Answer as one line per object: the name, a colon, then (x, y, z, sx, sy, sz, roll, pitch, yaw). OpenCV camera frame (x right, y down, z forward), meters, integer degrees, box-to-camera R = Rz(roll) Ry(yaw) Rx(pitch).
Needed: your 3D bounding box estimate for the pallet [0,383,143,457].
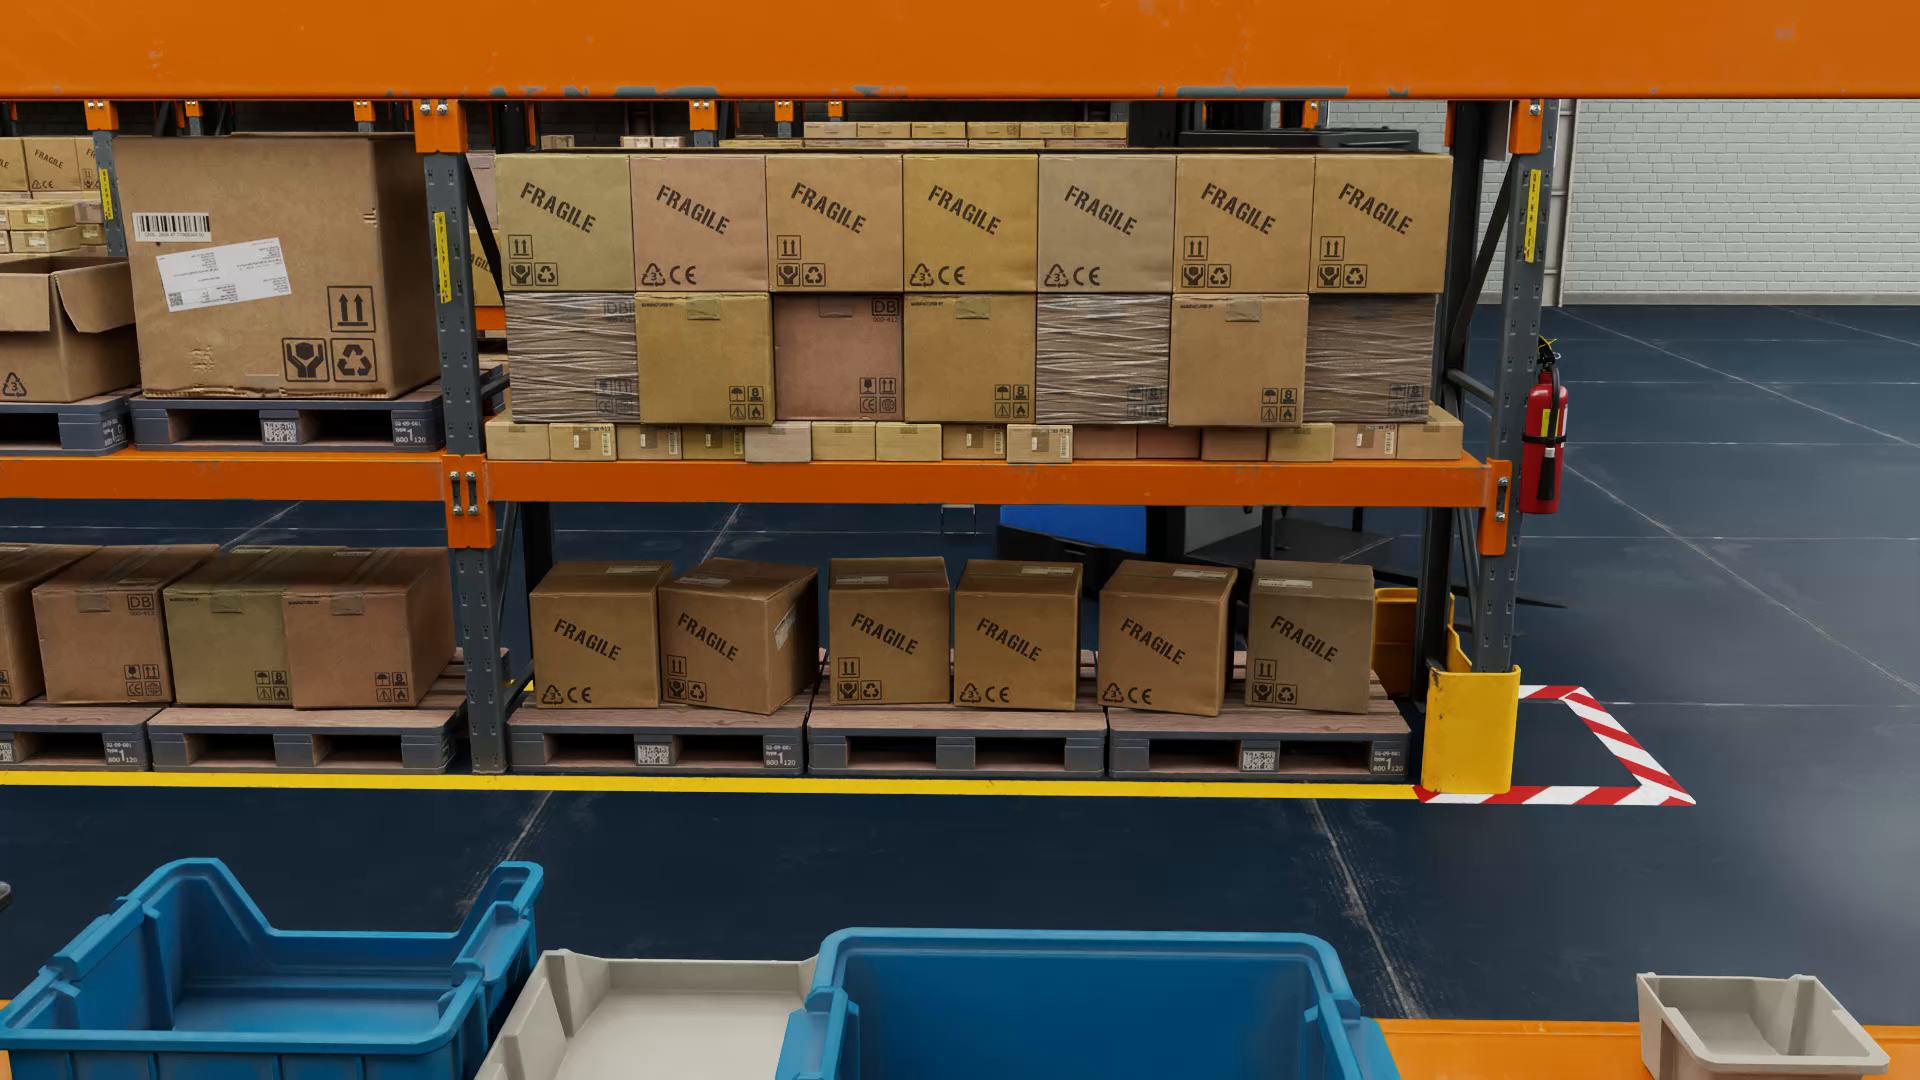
pallet: (-3.917, -0.555, 6.940, 1.213, 0.211, 1.003, 0, 15, 1)

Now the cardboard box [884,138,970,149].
cardboard box: (-0.214, -2.460, 11.372, 0.550, 0.550, 0.875, 0, 15, 1)

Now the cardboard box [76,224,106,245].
cardboard box: (-6.148, -2.194, 11.863, 0.250, 0.149, 0.380, 1, 15, 4)

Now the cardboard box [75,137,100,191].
cardboard box: (-8.200, -3.659, 16.173, 0.500, 0.500, 0.500, 0, 15, 0)

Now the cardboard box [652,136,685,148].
cardboard box: (-2.802, -3.807, 16.016, 0.250, 0.149, 0.380, 0, 15, 0)

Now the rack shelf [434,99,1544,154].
rack shelf: (0.101, -1.714, 6.486, 4.000, 0.370, 1.077, 0, 15, 1)

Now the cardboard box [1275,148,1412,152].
cardboard box: (1.557, -1.347, 6.826, 0.500, 0.500, 0.500, 0, 15, 1)

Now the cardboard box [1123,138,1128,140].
cardboard box: (1.406, -2.450, 11.334, 0.550, 0.550, 0.875, 0, 15, 1)

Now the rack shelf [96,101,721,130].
rack shelf: (-3.670, -3.004, 11.377, 4.000, 0.370, 1.077, 0, 15, 1)

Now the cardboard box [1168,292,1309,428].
cardboard box: (1.048, -0.774, 6.613, 0.500, 0.500, 0.875, 0, 15, 1)

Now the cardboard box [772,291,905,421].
cardboard box: (-0.449, -0.808, 6.743, 0.500, 0.500, 0.875, 0, 15, 1)

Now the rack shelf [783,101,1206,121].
rack shelf: (0.354, -4.241, 16.065, 4.000, 0.370, 1.077, 0, 15, 1)

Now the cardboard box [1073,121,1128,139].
cardboard box: (1.331, -3.754, 15.950, 0.500, 0.500, 0.700, 1, 15, 2)

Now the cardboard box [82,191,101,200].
cardboard box: (-8.185, -3.292, 16.251, 0.500, 0.250, 0.500, 1, 15, 2)

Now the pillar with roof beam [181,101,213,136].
pillar with roof beam: (-10.303, -6.507, 17.363, 0.400, 9.000, 9.100, 0, 15, 1)

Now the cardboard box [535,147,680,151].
cardboard box: (-1.442, -1.367, 6.903, 0.500, 0.500, 0.500, 0, 15, 1)

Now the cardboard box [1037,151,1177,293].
cardboard box: (0.544, -1.220, 6.346, 0.500, 0.500, 0.500, 0, 15, 1)

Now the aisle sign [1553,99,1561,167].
aisle sign: (2.154, -1.778, 6.104, 0.004, 0.787, 0.394, 0, 15, 1)

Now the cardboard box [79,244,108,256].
cardboard box: (-6.112, -2.051, 11.902, 0.250, 0.149, 0.380, 0, 15, 1)

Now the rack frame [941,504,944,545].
rack frame: (-0.110, -0.436, 10.228, 0.006, 0.900, 0.240, 0, 15, 1)

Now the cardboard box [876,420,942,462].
cardboard box: (-0.192, -0.418, 6.538, 0.250, 0.149, 0.380, 0, 15, 1)

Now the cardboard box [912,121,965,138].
cardboard box: (-0.200, -3.750, 15.934, 0.500, 0.500, 0.700, 0, 15, 0)

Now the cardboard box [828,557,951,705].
cardboard box: (-0.304, 0.380, 7.097, 0.500, 0.500, 0.500, -1, 15, -4)

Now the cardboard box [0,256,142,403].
cardboard box: (-3.634, -0.865, 6.713, 0.637, 0.503, 0.797, 2, 15, 7)

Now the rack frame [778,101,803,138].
rack frame: (-1.646, -3.152, 16.405, 0.127, 3.000, 1.000, 0, 15, 1)

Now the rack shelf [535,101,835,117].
rack shelf: (-3.522, -5.533, 20.962, 4.000, 0.370, 1.077, 0, 15, 1)

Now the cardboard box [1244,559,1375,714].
cardboard box: (1.476, 0.399, 7.025, 0.500, 0.500, 0.500, 3, 15, 12)

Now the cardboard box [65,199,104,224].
cardboard box: (-6.131, -2.336, 11.818, 0.250, 0.149, 0.380, 0, 15, 2)

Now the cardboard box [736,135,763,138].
cardboard box: (-2.107, -3.954, 16.572, 0.250, 0.149, 0.380, 0, 15, 1)

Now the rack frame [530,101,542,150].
rack frame: (-5.521, -4.444, 21.302, 0.127, 3.000, 1.000, 0, 15, 1)

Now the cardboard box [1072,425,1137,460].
cardboard box: (0.560, -0.430, 6.582, 0.250, 0.149, 0.380, 0, 15, 1)

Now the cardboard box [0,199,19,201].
cardboard box: (-6.905, -2.342, 11.840, 0.250, 0.149, 0.380, 0, 15, -1)

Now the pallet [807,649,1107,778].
pallet: (-0.004, 0.727, 7.172, 1.213, 0.211, 1.003, 0, 15, 1)

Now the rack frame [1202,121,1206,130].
rack frame: (2.353, -3.126, 16.307, 0.127, 3.000, 1.000, 0, 15, 1)

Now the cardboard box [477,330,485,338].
cardboard box: (-5.080, -2.104, 16.762, 0.625, 0.372, 0.950, -1, 15, -2)

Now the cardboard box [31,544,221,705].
cardboard box: (-3.548, 0.351, 7.169, 0.500, 0.500, 0.700, -1, 15, -3)

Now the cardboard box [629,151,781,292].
cardboard box: (-0.955, -1.229, 6.380, 0.500, 0.500, 0.500, 0, 15, 1)

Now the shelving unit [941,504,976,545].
shelving unit: (-0.008, -0.435, 10.225, 0.210, 0.900, 0.258, 0, 15, 1)

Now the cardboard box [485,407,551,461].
cardboard box: (-1.691, -0.425, 6.562, 0.250, 0.149, 0.380, 0, 15, 1)

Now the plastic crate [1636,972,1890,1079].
plastic crate: (1.087, 0.704, 2.307, 0.250, 0.136, 0.298, 0, 15, 1)

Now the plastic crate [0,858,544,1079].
plastic crate: (-0.912, 0.649, 2.293, 0.616, 0.251, 0.499, 0, 15, 1)

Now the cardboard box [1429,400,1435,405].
cardboard box: (1.821, -0.539, 6.997, 0.250, 0.149, 0.380, 0, 15, 1)

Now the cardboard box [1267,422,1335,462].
cardboard box: (1.309, -0.416, 6.530, 0.250, 0.149, 0.380, 0, 15, 1)

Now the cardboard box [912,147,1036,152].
cardboard box: (0.058, -1.357, 6.863, 0.500, 0.500, 0.500, 0, 15, 1)

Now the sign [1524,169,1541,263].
sign: (2.066, -1.170, 6.004, 0.005, 0.325, 0.100, 0, 15, 1)

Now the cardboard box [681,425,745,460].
cardboard box: (-0.941, -0.426, 6.567, 0.250, 0.149, 0.380, 0, 15, 1)

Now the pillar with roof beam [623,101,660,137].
pillar with roof beam: (-4.305, -6.468, 17.215, 0.400, 9.000, 9.100, 0, 15, 1)

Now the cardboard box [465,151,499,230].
cardboard box: (-3.187, -2.428, 11.508, 0.500, 0.500, 0.700, 0, 15, 2)

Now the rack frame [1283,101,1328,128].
rack frame: (2.328, -1.863, 11.519, 0.127, 3.000, 1.000, 0, 15, 1)

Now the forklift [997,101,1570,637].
forklift: (1.663, -1.067, 8.639, 3.031, 2.935, 1.130, 12, 19, 39)

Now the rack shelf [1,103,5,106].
rack shelf: (-11.642, -4.319, 16.361, 4.000, 0.370, 1.077, 0, 15, 1)
